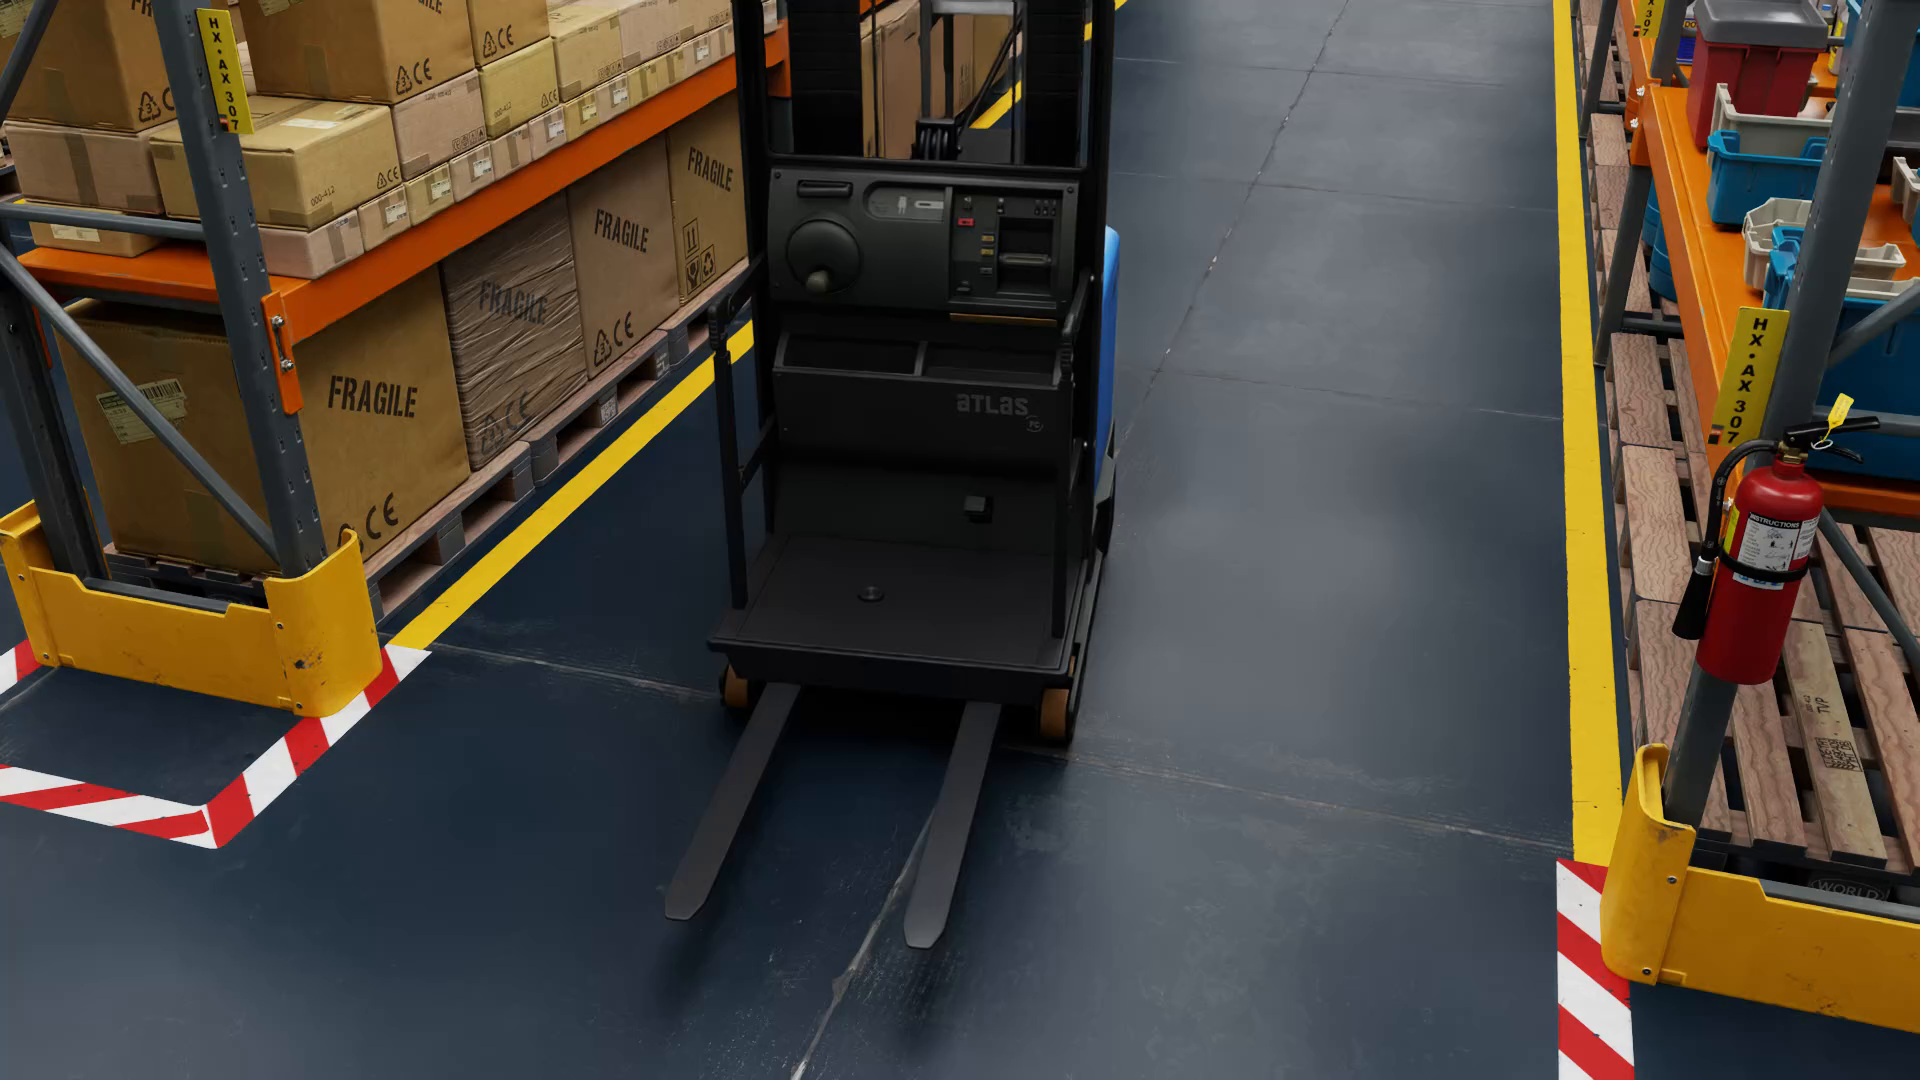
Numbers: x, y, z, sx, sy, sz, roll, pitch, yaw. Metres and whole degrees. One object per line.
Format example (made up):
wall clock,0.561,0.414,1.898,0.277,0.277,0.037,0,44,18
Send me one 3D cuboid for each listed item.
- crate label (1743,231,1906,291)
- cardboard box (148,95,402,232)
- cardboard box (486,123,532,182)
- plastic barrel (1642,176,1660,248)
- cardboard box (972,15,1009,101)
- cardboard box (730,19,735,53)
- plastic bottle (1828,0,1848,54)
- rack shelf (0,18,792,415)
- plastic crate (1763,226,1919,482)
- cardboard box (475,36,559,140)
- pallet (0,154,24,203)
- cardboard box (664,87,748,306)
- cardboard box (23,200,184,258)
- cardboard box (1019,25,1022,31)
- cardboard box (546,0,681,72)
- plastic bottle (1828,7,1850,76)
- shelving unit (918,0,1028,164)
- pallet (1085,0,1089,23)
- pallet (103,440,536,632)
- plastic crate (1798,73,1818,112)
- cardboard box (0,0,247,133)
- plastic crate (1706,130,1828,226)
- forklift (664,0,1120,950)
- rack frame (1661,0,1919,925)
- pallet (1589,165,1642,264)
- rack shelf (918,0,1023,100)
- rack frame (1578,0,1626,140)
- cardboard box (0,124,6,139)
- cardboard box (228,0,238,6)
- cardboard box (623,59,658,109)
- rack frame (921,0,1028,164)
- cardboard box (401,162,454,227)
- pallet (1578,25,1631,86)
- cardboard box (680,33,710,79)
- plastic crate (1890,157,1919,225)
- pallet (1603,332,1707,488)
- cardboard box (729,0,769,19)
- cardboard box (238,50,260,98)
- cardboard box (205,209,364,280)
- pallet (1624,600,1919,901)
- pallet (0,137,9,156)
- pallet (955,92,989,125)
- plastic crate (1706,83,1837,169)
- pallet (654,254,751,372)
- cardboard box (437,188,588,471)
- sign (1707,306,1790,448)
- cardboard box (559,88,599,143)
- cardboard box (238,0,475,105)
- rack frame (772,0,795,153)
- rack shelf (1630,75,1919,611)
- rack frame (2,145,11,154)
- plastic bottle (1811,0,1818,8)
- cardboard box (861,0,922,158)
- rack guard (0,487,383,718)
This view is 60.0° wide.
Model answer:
crate label,2.472,-0.790,4.793,0.396,0.136,0.243,8,30,15
cardboard box,-2.087,-1.164,5.105,0.500,0.250,0.500,8,30,14
cardboard box,-1.767,-1.401,5.941,0.380,0.149,0.250,8,30,14
plastic barrel,3.806,-1.913,8.330,0.600,0.901,0.708,8,30,15
cardboard box,-0.361,-3.570,11.336,1.225,0.875,0.875,7,30,13
cardboard box,-1.164,-2.356,7.658,0.380,0.149,0.250,9,30,16
plastic bottle,4.030,-2.344,7.505,0.152,0.276,0.135,8,30,15
rack shelf,-1.899,-1.530,6.655,1.077,0.370,4.000,8,30,15
plastic crate,2.168,-0.432,3.843,0.616,0.435,0.499,8,30,15
cardboard box,-1.790,-1.639,5.960,0.500,0.250,0.500,7,30,13
pallet,-6.187,-1.993,9.615,1.003,0.211,1.213,8,30,15
cardboard box,-1.582,-1.734,8.034,0.875,0.875,0.875,8,30,15
cardboard box,-2.697,-1.018,5.252,0.380,0.149,0.250,9,30,16
cardboard box,0.190,-4.307,13.025,0.700,0.500,0.500,6,30,11
cardboard box,-1.490,-2.118,6.819,0.500,0.250,0.500,9,30,16
plastic bottle,3.848,-2.182,7.137,0.144,0.351,0.185,8,30,15
shelving unit,0.100,-1.345,6.507,0.431,2.100,0.503,5,29,8
pallet,0.453,-4.342,13.839,1.003,0.211,1.213,8,30,15
pallet,-2.326,-0.079,6.175,1.003,0.211,1.213,8,30,15
plastic crate,3.149,-1.782,6.578,0.396,0.136,0.243,8,30,15
cardboard box,-2.595,-1.571,5.066,0.500,0.500,0.500,9,30,15
plastic crate,2.606,-1.152,5.346,0.416,0.233,0.300,8,30,15
forklift,-0.149,-0.851,4.764,1.130,2.935,3.031,5,29,8
rack frame,2.248,-0.208,3.539,1.000,3.000,0.127,8,30,15
pallet,4.045,-1.770,9.215,1.003,0.211,1.213,8,30,15
rack shelf,0.100,-1.944,6.173,0.431,0.518,0.480,5,29,8
rack frame,4.597,-3.926,10.222,1.000,3.000,0.127,8,30,15
cardboard box,-5.813,-2.405,9.681,0.380,0.149,0.250,9,30,16
cardboard box,-5.247,-3.737,11.251,0.500,0.250,0.500,10,31,17
cardboard box,-1.465,-1.878,6.799,0.380,0.149,0.250,8,30,14
rack frame,0.060,-1.228,6.297,0.400,2.100,0.015,5,29,8
cardboard box,-1.918,-1.162,5.511,0.380,0.149,0.250,8,30,14
pallet,5.221,-3.627,12.553,1.003,0.211,1.213,8,30,15
cardboard box,-1.315,-2.117,7.229,0.380,0.149,0.250,9,30,16
plastic crate,3.199,-1.126,5.398,0.293,0.136,0.466,8,30,15
pallet,3.244,-0.501,6.934,1.003,0.211,1.213,8,30,15
cardboard box,-1.191,-2.596,7.679,0.500,0.250,0.500,8,30,14
cardboard box,-2.448,-1.478,5.670,0.500,0.250,0.500,8,30,14
cardboard box,-2.067,-0.923,5.082,0.380,0.149,0.250,9,30,15
pallet,2.528,0.633,4.896,1.003,0.211,1.213,8,30,15
pallet,-5.797,-2.672,10.836,1.003,0.211,1.213,8,30,15
pallet,-0.442,-3.059,11.531,1.003,0.211,1.213,8,30,15
plastic crate,2.798,-1.358,5.666,0.437,0.282,0.530,8,30,15
pallet,-1.610,-1.213,8.214,1.003,0.211,1.213,8,30,15
cardboard box,-2.108,-0.902,6.539,0.875,0.875,0.875,8,30,15
sign,1.718,-0.351,3.627,0.100,0.325,0.005,8,30,15
cardboard box,-1.616,-1.638,6.368,0.380,0.149,0.250,8,30,14
cardboard box,-1.941,-1.724,5.341,0.500,0.500,0.500,8,30,14
rack frame,-1.312,-2.774,8.151,1.000,3.000,0.127,8,30,15
rack shelf,2.836,-0.823,5.384,1.077,0.370,4.000,8,30,15
rack frame,-6.024,-3.529,9.507,1.000,3.000,0.127,8,30,15
plastic bottle,4.049,-2.626,8.012,0.152,0.276,0.135,8,30,15
cardboard box,-0.882,-2.745,9.852,1.225,0.875,0.875,7,30,13
rack guard,-2.493,0.189,5.397,1.175,0.500,0.348,8,30,15
